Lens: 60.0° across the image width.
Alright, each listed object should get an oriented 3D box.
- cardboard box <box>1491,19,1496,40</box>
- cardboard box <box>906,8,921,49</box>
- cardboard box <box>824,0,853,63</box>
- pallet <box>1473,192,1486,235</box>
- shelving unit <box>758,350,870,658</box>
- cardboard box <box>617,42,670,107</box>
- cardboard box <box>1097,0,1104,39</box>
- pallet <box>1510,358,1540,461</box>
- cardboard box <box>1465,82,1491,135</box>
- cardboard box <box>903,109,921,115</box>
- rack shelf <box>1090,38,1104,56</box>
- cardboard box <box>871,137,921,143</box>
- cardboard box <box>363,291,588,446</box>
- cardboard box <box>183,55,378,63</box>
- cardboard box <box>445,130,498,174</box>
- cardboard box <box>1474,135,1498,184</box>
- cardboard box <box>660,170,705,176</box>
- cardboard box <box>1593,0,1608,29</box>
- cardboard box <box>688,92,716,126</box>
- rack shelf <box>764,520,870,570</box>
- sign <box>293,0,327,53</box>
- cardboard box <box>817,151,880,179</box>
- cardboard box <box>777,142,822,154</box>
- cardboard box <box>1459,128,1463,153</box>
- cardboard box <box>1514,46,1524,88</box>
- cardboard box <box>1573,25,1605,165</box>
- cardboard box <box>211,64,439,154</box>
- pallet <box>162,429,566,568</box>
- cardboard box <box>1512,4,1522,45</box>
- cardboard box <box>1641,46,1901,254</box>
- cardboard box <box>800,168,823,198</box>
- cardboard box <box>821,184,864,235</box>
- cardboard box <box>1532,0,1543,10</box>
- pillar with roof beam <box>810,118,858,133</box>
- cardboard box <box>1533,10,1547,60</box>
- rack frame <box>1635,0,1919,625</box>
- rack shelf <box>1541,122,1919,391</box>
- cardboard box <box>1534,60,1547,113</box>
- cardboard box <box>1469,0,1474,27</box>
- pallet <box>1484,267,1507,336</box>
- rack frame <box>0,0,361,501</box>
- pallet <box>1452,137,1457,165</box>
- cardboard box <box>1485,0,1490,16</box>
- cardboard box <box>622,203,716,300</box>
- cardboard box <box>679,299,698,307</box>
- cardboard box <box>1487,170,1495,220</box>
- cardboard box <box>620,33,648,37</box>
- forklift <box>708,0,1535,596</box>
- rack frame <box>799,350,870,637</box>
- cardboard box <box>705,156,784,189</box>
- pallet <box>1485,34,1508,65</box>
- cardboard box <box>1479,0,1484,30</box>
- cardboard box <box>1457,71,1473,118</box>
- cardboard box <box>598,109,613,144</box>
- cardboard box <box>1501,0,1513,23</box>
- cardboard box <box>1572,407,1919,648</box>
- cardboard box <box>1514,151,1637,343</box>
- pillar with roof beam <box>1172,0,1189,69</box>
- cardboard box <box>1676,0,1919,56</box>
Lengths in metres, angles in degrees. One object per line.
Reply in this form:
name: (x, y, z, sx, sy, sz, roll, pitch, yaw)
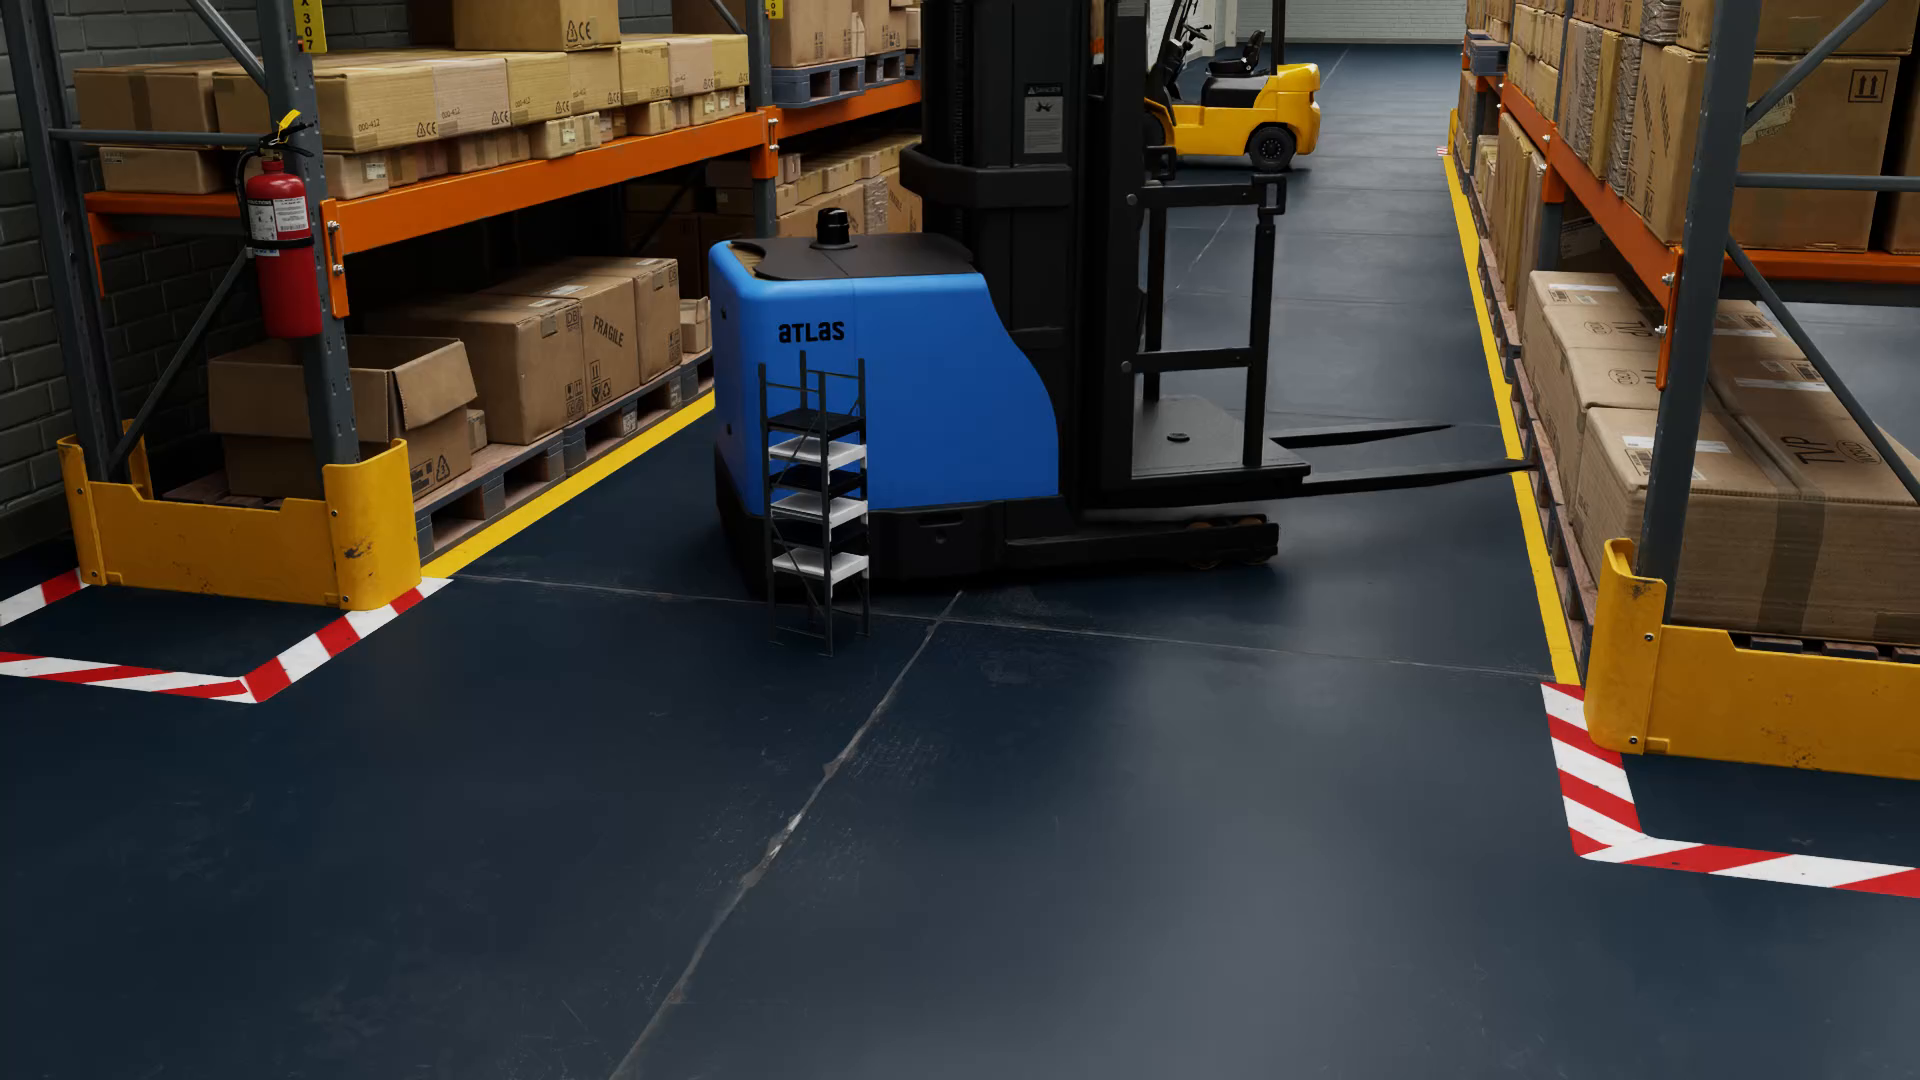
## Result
cardboard box: (4.279, -3.911, 12.736, 0.380, 0.149, 0.250, 5, 19, 14)
cardboard box: (-0.467, -3.534, 11.476, 0.500, 0.250, 0.500, 4, 19, 11)
cardboard box: (-1.039, -3.051, 9.676, 0.700, 0.500, 0.500, 5, 19, 14)
pallet: (4.783, -2.678, 13.702, 1.003, 0.211, 1.213, 5, 19, 13)
shelving unit: (-0.443, -0.111, 5.119, 0.258, 0.900, 0.210, 11, 22, 29)
cardboard box: (-1.631, -2.086, 7.427, 0.500, 0.250, 0.500, 5, 19, 13)
cardboard box: (1.305, -5.820, 18.431, 0.500, 0.500, 0.500, 4, 19, 12)
pallet: (3.052, -0.566, 7.519, 1.003, 0.211, 1.213, 5, 19, 13)
cardboard box: (5.275, -4.244, 16.417, 0.500, 0.500, 0.500, 5, 19, 14)
cardboard box: (-0.041, -3.449, 14.667, 0.875, 0.625, 0.625, 4, 19, 11)
rack shelf: (0.943, -5.303, 18.185, 1.077, 0.370, 4.000, 5, 19, 13)
cardboard box: (-0.435, -2.823, 12.025, 0.380, 0.149, 0.250, 4, 19, 11)
cardboard box: (-1.990, -0.720, 6.873, 0.700, 0.500, 0.500, 5, 20, 16)
cardboard box: (-2.496, -1.652, 6.154, 0.500, 0.250, 0.500, 5, 19, 14)
cardboard box: (-1.963, -1.461, 6.212, 0.380, 0.149, 0.250, 5, 20, 15)
cardboard box: (5.142, -3.416, 14.964, 0.950, 0.372, 0.625, 5, 19, 14)
cardboard box: (-1.580, -2.130, 9.996, 0.380, 0.149, 0.250, 5, 19, 14)
cardboard box: (2.697, -2.191, 6.260, 0.500, 0.500, 0.500, 5, 19, 14)
cardboard box: (-1.416, -2.103, 8.094, 0.380, 0.149, 0.250, 5, 20, 15)
rack shelf: (-0.443, 0.006, 5.159, 0.258, 0.077, 0.200, 11, 22, 29)
sign: (-1.952, -1.622, 4.957, 0.100, 0.325, 0.005, 5, 19, 13)
cardboard box: (-0.750, -2.497, 11.072, 0.380, 0.149, 0.250, 4, 19, 11)
cardboard box: (-1.183, -2.703, 11.675, 0.380, 0.149, 0.250, 4, 19, 11)
cardboard box: (5.527, -4.214, 17.490, 0.500, 0.250, 0.500, 6, 20, 17)
cardboard box: (3.819, -3.005, 10.577, 0.500, 0.250, 0.500, 4, 19, 12)
cardboard box: (2.690, -1.726, 6.446, 0.500, 0.500, 0.500, 5, 19, 14)
cardboard box: (-2.106, -1.446, 5.552, 0.500, 0.250, 0.500, 5, 19, 14)
pallet: (-2.265, -0.209, 6.474, 1.003, 0.211, 1.213, 5, 19, 13)
cardboard box: (3.928, -3.398, 10.954, 0.500, 0.250, 0.500, 5, 19, 13)
cardboard box: (2.197, -1.084, 4.565, 0.500, 0.500, 0.500, 5, 19, 14)
cardboard box: (-1.057, -2.184, 10.156, 0.380, 0.149, 0.250, 4, 19, 12)
cardboard box: (-0.918, -1.982, 10.568, 0.500, 0.500, 0.500, 4, 19, 12)
cardboard box: (3.553, -3.282, 9.454, 0.500, 0.500, 0.500, 5, 19, 14)
pillar with roof beam: (3.096, -6.741, 12.003, 9.100, 9.000, 0.400, 5, 19, 13)
cardboard box: (3.421, -2.761, 9.089, 0.500, 0.250, 0.500, 5, 20, 15)
rack frame: (2.336, -0.864, 4.078, 1.000, 3.000, 0.127, 5, 19, 13)
rack shelf: (2.825, -1.151, 6.029, 1.077, 0.370, 4.000, 5, 19, 13)
cardboard box: (3.304, -2.367, 8.709, 0.500, 0.250, 0.500, 4, 19, 13)
cardboard box: (5.614, -5.618, 17.381, 0.500, 0.500, 0.500, 4, 19, 12)
pallet: (3.725, -1.430, 10.047, 1.003, 0.211, 1.213, 5, 19, 13)
rack frame: (-2.478, -1.255, 5.222, 1.000, 3.000, 0.127, 5, 19, 13)
pallet: (5.994, -4.284, 18.404, 1.003, 0.211, 1.213, 5, 19, 13)
cardboard box: (4.620, -4.577, 13.683, 0.500, 0.500, 0.500, 5, 19, 13)
cardboard box: (-1.667, -1.702, 9.747, 0.500, 0.500, 0.500, 5, 19, 13)
cardboard box: (-1.352, -1.161, 8.706, 0.380, 0.149, 0.250, 4, 19, 12)
cardboard box: (4.439, -2.503, 12.292, 0.950, 0.372, 0.625, 3, 19, 10)
cardboard box: (-1.883, -2.445, 8.476, 0.500, 0.250, 0.500, 4, 19, 13)
forklift: (0.644, -1.441, 5.873, 3.031, 2.935, 1.130, -5, 19, -14)
rack frame: (-0.390, -0.139, 5.201, 0.240, 0.900, 0.006, 11, 22, 29)
cardboard box: (-1.214, -2.069, 9.357, 0.380, 0.149, 0.250, 4, 19, 12)
pallet: (4.735, -3.905, 13.276, 1.003, 0.211, 1.213, 5, 19, 13)
cardboard box: (5.136, -4.973, 15.490, 0.500, 0.500, 0.500, 4, 19, 12)
cardboard box: (5.775, -4.893, 18.317, 0.500, 0.500, 0.500, 4, 19, 12)
cardboard box: (-1.728, -1.788, 7.170, 0.380, 0.149, 0.250, 5, 19, 13)
cardboard box: (4.132, -3.923, 11.768, 0.500, 0.500, 0.500, 4, 19, 12)
cardboard box: (2.401, -0.065, 5.053, 0.875, 0.438, 0.875, 4, 19, 12)
cardboard box: (3.387, -1.512, 8.611, 0.875, 0.875, 0.875, 5, 20, 15)
pillar with roof beam: (8.960, -14.264, 34.026, 9.100, 9.000, 0.400, 5, 19, 13)
cardboard box: (2.223, -1.555, 4.397, 0.500, 0.500, 0.500, 5, 20, 15)
